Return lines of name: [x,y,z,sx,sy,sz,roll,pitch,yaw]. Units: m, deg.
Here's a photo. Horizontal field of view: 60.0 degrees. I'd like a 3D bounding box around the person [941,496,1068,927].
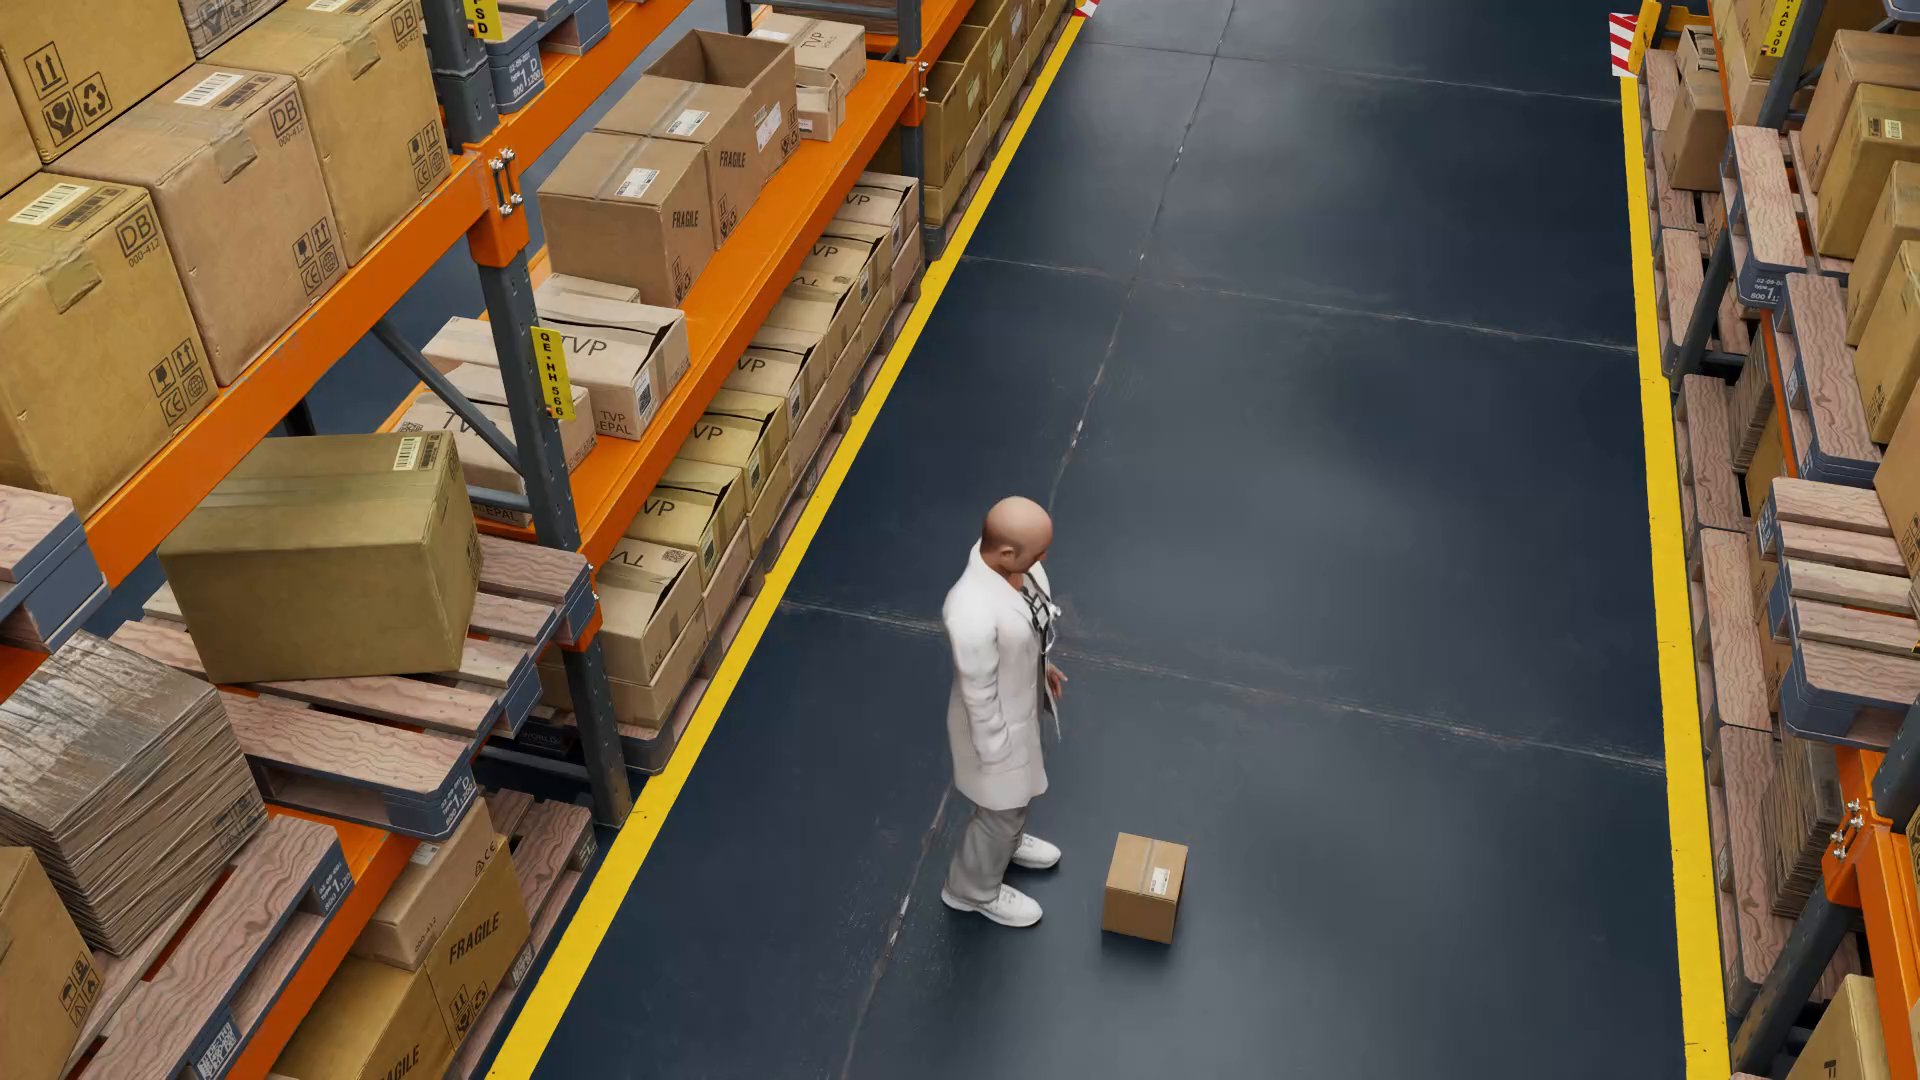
person: [0.157,0.559,5.530,0.379,1.765,0.567,11,42,12]
